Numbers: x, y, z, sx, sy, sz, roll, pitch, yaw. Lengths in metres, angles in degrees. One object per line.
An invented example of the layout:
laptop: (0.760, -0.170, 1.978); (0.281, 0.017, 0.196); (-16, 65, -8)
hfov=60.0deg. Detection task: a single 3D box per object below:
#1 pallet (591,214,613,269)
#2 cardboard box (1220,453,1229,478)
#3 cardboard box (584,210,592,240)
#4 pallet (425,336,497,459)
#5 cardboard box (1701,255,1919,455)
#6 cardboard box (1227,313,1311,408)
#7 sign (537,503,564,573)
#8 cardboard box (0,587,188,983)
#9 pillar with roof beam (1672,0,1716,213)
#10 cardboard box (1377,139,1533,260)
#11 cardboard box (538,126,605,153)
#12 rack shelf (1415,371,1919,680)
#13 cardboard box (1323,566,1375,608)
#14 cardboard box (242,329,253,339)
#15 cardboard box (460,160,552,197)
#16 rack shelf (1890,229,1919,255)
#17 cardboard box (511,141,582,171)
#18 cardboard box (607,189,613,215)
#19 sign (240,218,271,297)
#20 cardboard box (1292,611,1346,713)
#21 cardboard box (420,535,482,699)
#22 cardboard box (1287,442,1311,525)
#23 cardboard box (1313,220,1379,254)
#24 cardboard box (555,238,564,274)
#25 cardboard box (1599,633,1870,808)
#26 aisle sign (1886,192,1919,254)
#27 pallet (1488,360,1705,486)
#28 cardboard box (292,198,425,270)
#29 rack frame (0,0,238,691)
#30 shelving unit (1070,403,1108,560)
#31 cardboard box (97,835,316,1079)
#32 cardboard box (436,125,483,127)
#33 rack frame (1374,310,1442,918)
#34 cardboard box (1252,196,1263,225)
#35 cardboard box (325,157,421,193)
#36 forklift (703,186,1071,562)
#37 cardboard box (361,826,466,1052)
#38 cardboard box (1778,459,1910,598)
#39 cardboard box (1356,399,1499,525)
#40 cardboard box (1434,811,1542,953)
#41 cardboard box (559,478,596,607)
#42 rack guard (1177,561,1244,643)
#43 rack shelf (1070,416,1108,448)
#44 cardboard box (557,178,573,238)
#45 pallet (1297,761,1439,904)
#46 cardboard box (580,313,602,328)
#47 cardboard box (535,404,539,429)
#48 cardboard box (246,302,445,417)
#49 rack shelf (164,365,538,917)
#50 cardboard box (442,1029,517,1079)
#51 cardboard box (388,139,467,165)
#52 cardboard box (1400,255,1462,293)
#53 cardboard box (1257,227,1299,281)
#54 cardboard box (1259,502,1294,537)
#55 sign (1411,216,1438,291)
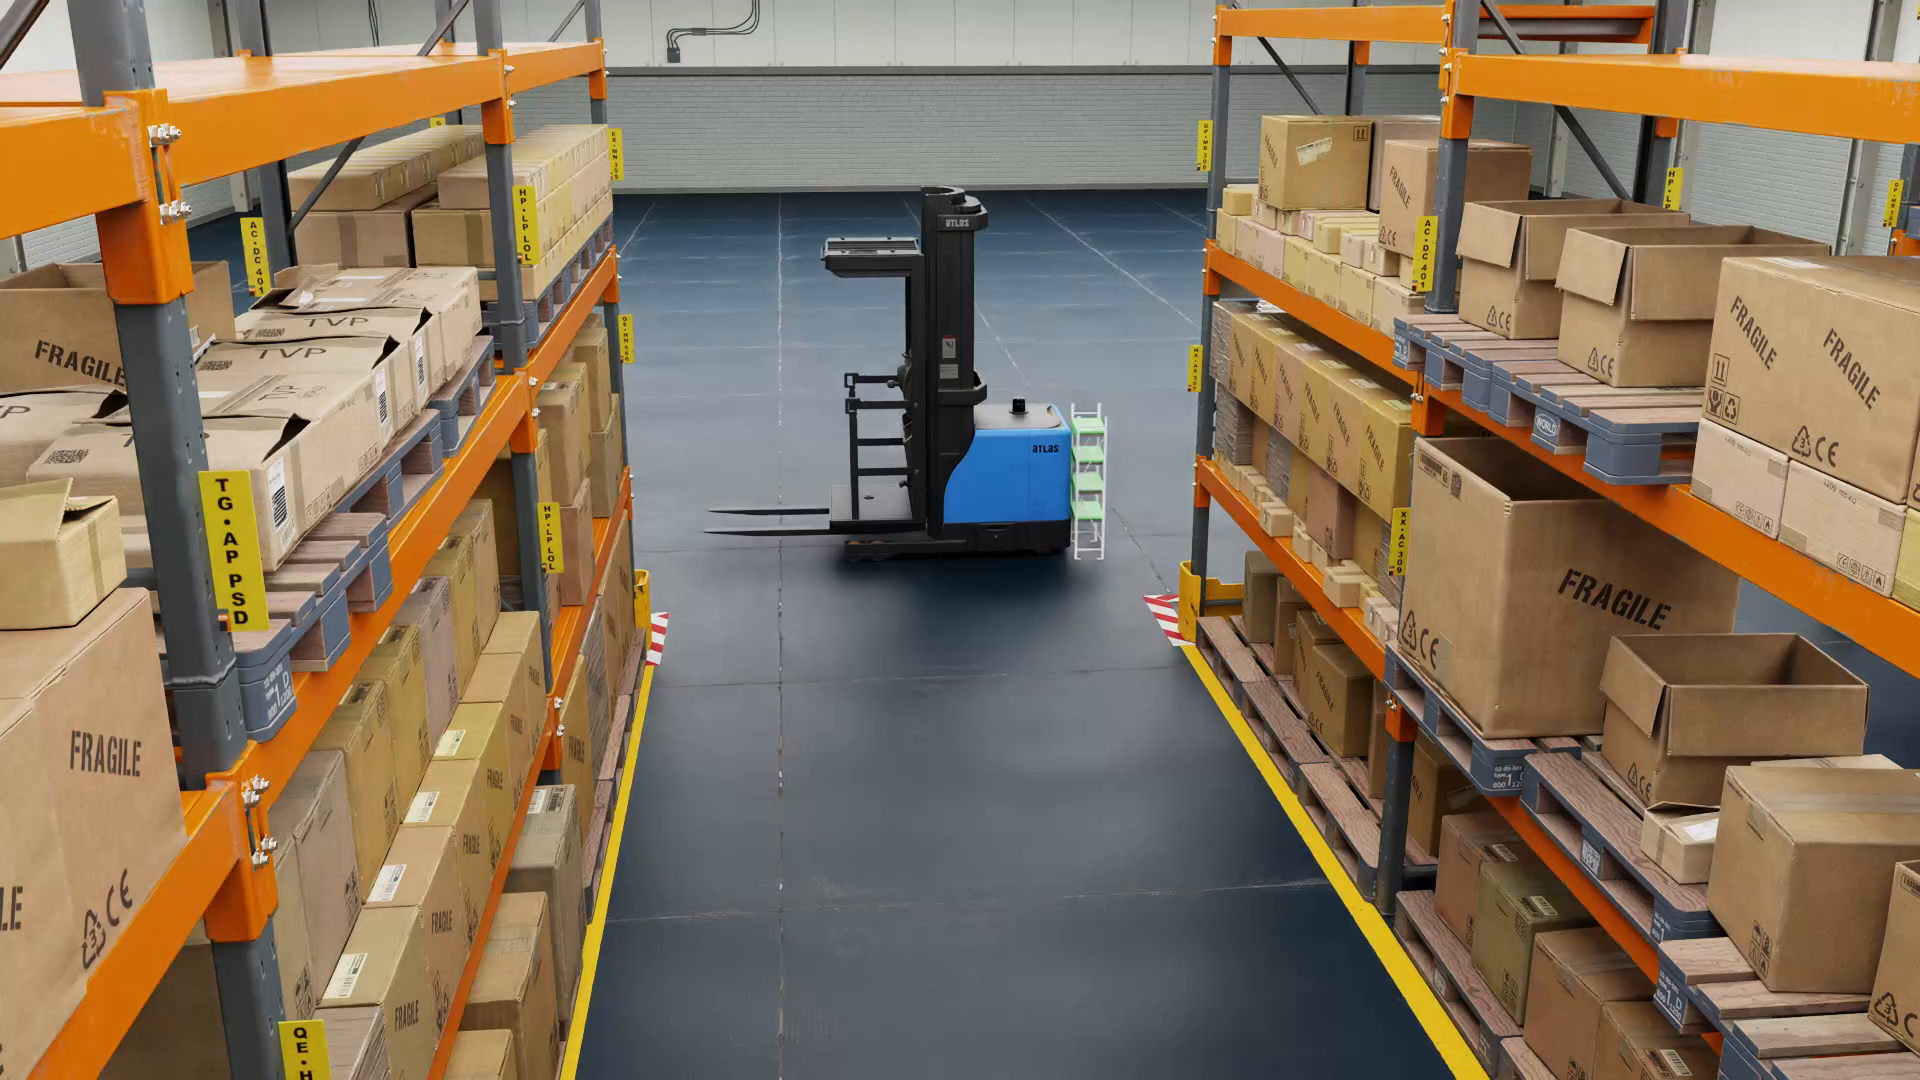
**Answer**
pallet: (-2.688, -1.834, 10.152); (1.003, 0.211, 1.213); (-2, 18, -6)
cardboard box: (1.968, -0.502, 11.187); (0.380, 0.149, 0.250); (-2, 18, -6)
cardboard box: (-2.273, -1.758, 9.313); (0.380, 0.149, 0.250); (-2, 18, -5)
pallet: (-2.219, -0.542, 6.209); (0.805, 0.209, 1.217); (-2, 18, -8)
cardboard box: (2.597, -0.558, 4.937); (0.500, 0.500, 0.500); (-1, 17, -5)
cardboard box: (1.999, -1.134, 10.449); (0.500, 0.500, 0.500); (-2, 18, -6)
sign: (-1.824, -0.009, 7.396); (0.100, 0.325, 0.005); (-2, 18, -6)
cardboard box: (-1.638, 0.401, 2.717); (0.500, 0.500, 0.500); (-2, 18, -6)
pillar with roof beam: (11.125, -10.946, 34.020); (9.100, 9.000, 0.400); (-2, 18, -6)
cardboard box: (2.282, -1.583, 7.705); (0.500, 0.500, 0.500); (-2, 18, -7)
cardboard box: (-2.378, -2.441, 10.158); (0.380, 0.149, 0.250); (-2, 18, -5)
rack shelf: (2.788, -0.089, 5.647); (1.077, 0.370, 4.000); (-2, 18, -6)
cardboard box: (2.148, 0.245, 8.807); (0.380, 0.149, 0.250); (-2, 18, -6)
cardboard box: (-2.380, -0.525, 5.191); (0.396, 0.266, 0.258); (-2, 18, -6)
cardboard box: (-2.115, -1.684, 7.747); (0.380, 0.149, 0.250); (-2, 18, -6)
rack shelf: (7.302, -1.434, 9.931); (1.077, 0.370, 4.000); (-2, 18, -6)
cardboard box: (-2.245, -2.061, 8.948); (0.380, 0.149, 0.250); (-2, 18, -5)
cardboard box: (-2.403, -2.137, 10.519); (0.380, 0.149, 0.250); (-2, 18, -6)
sign: (-2.914, -1.172, 6.900); (0.100, 0.325, 0.005); (-2, 18, -6)
cardboard box: (2.358, 0.754, 10.240); (0.500, 0.500, 0.500); (0, 17, 0)
cardboard box: (-2.250, 0.302, 6.371); (0.700, 0.500, 0.500); (-2, 18, -7)
cardboard box: (2.418, -0.369, 9.681); (0.875, 0.500, 0.500); (-2, 18, -6)
cardboard box: (2.120, -1.628, 8.930); (0.380, 0.149, 0.250); (-1, 17, -3)
cardboard box: (-2.140, -1.379, 8.104); (0.380, 0.149, 0.250); (-2, 18, -7)
cardboard box: (2.852, 0.667, 6.172); (0.797, 0.503, 0.637); (0, 17, 0)
aisle sign: (6.797, -2.195, 11.820); (0.394, 0.787, 0.004); (-2, 18, -6)
pallet: (2.649, -0.443, 5.885); (1.213, 0.211, 1.003); (-2, 18, -6)
cardboard box: (-2.668, -1.363, 7.387); (0.500, 0.250, 0.500); (-2, 18, -6)
rack frame: (-1.950, -1.145, 2.800); (1.000, 3.000, 0.127); (-2, 18, -6)
shelving unit: (1.052, -0.486, 13.722); (0.258, 1.200, 0.503); (-1, 17, -2)
cardboard box: (-1.986, 1.059, 3.961); (0.700, 0.500, 0.500); (-2, 18, -6)
cardboard box: (-3.057, -2.496, 10.334); (0.380, 0.149, 0.250); (-2, 17, -5)
rack frame: (2.582, 0.403, 7.887); (1.000, 3.000, 0.127); (-2, 18, -6)
cardboard box: (2.004, -2.015, 10.163); (0.380, 0.149, 0.250); (-1, 17, -3)
cardboard box: (-2.794, -1.738, 7.917); (0.380, 0.149, 0.250); (-1, 17, -5)
forklift: (-0.623, -1.385, 13.694); (3.031, 2.935, 1.130); (-1, 17, -4)
cardboard box: (-1.834, 1.226, 5.097); (0.500, 0.500, 0.500); (-2, 18, -6)
cardboard box: (2.637, -0.047, 4.561); (0.500, 0.250, 0.500); (-2, 18, -6)
cardboard box: (2.262, -0.390, 8.077); (0.500, 0.500, 0.500); (-2, 18, -6)
cardboard box: (2.624, 1.569, 7.610); (0.700, 0.500, 0.500); (-3, 18, -10)
cardboard box: (-2.430, 0.017, 8.865); (0.875, 0.550, 0.550); (-2, 18, -6)
rack guard: (2.177, 0.426, 11.985); (1.175, 0.500, 0.348); (-2, 18, -6)
rack shelf: (1.052, -0.883, 13.597); (0.258, 0.148, 0.480); (-1, 17, -2)
cardboard box: (-2.240, -1.679, 8.394); (0.500, 0.250, 0.500); (-2, 18, -6)
pallet: (2.477, 1.534, 8.938); (1.003, 0.211, 1.213); (-2, 18, -6)
cardboard box: (-2.775, -1.141, 10.750); (0.875, 0.550, 0.550); (-2, 18, -6)
cardboard box: (-2.539, -0.332, 8.174); (0.875, 0.550, 0.550); (-2, 18, -6)
cardboard box: (-1.963, -0.595, 5.339); (0.500, 0.311, 0.500); (-2, 18, -8)
rack shelf: (-2.156, 0.034, 5.255); (1.077, 0.370, 4.000); (-2, 18, -6)
cardboard box: (-2.017, 2.146, 5.389); (1.050, 0.750, 0.750); (-2, 17, -5)
cardboard box: (-2.927, -2.118, 9.127); (0.380, 0.149, 0.250); (-2, 18, -6)
cardboard box: (2.261, -1.235, 7.680); (0.380, 0.149, 0.250); (-1, 17, -4)
cardboard box: (2.068, -1.696, 9.814); (0.500, 0.250, 0.500); (-2, 18, -6)
cardboard box: (2.020, -0.127, 9.993); (0.380, 0.149, 0.250); (-2, 18, -6)
sign: (2.043, -1.256, 7.299); (0.100, 0.325, 0.005); (-2, 18, -6)
